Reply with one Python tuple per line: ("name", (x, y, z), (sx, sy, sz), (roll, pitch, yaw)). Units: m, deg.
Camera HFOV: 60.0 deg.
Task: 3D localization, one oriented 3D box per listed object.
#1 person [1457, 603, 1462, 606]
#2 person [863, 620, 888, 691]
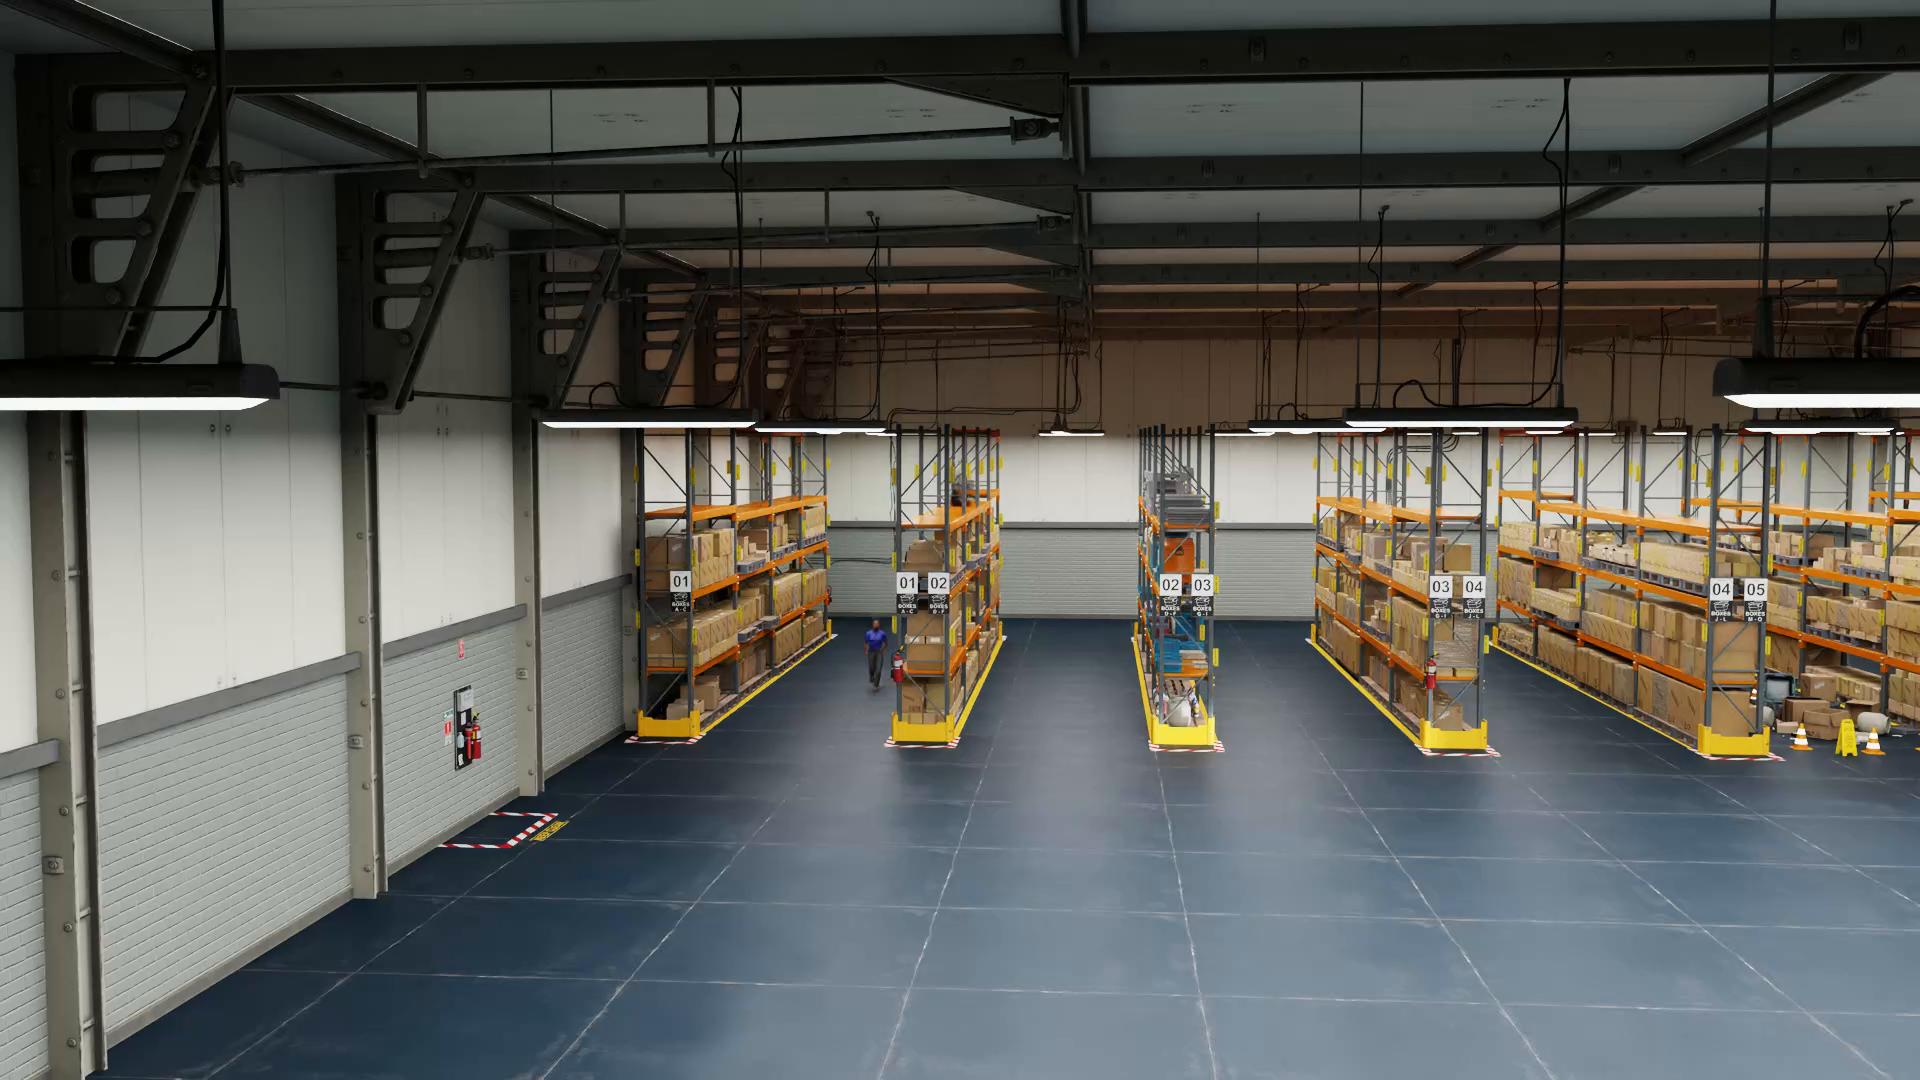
("person", (13.645, 2.038, 45.872), (0.764, 1.751, 0.996), (1, 4, 20))
("person", (-1.917, 2.619, 37.920), (0.575, 1.613, 0.562), (0, 3, -4))
